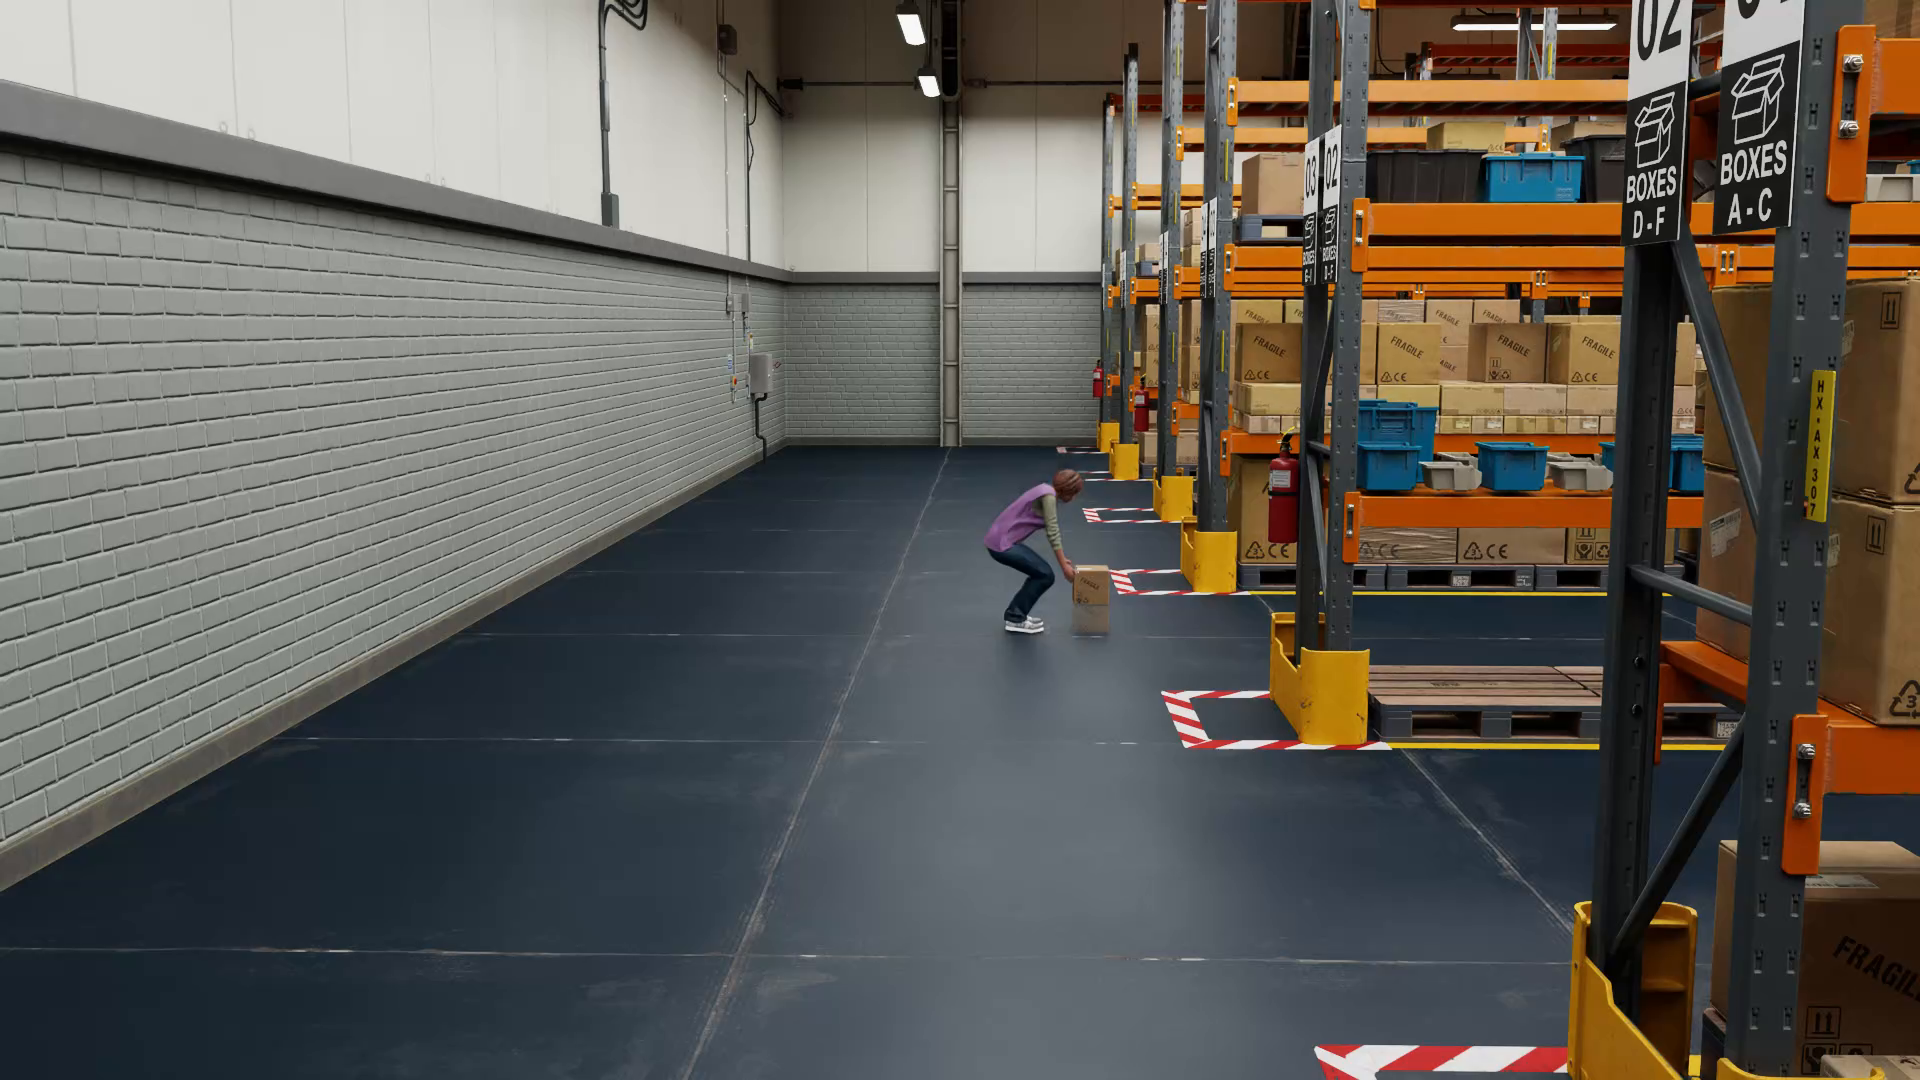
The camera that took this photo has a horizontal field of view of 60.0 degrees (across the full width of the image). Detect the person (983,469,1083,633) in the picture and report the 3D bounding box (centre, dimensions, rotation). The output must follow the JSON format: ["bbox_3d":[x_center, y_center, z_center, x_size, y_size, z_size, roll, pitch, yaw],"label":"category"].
[{"bbox_3d":[0.524,0.077,11.983,0.721,1.148,0.464,0,7,2],"label":"person"}]
